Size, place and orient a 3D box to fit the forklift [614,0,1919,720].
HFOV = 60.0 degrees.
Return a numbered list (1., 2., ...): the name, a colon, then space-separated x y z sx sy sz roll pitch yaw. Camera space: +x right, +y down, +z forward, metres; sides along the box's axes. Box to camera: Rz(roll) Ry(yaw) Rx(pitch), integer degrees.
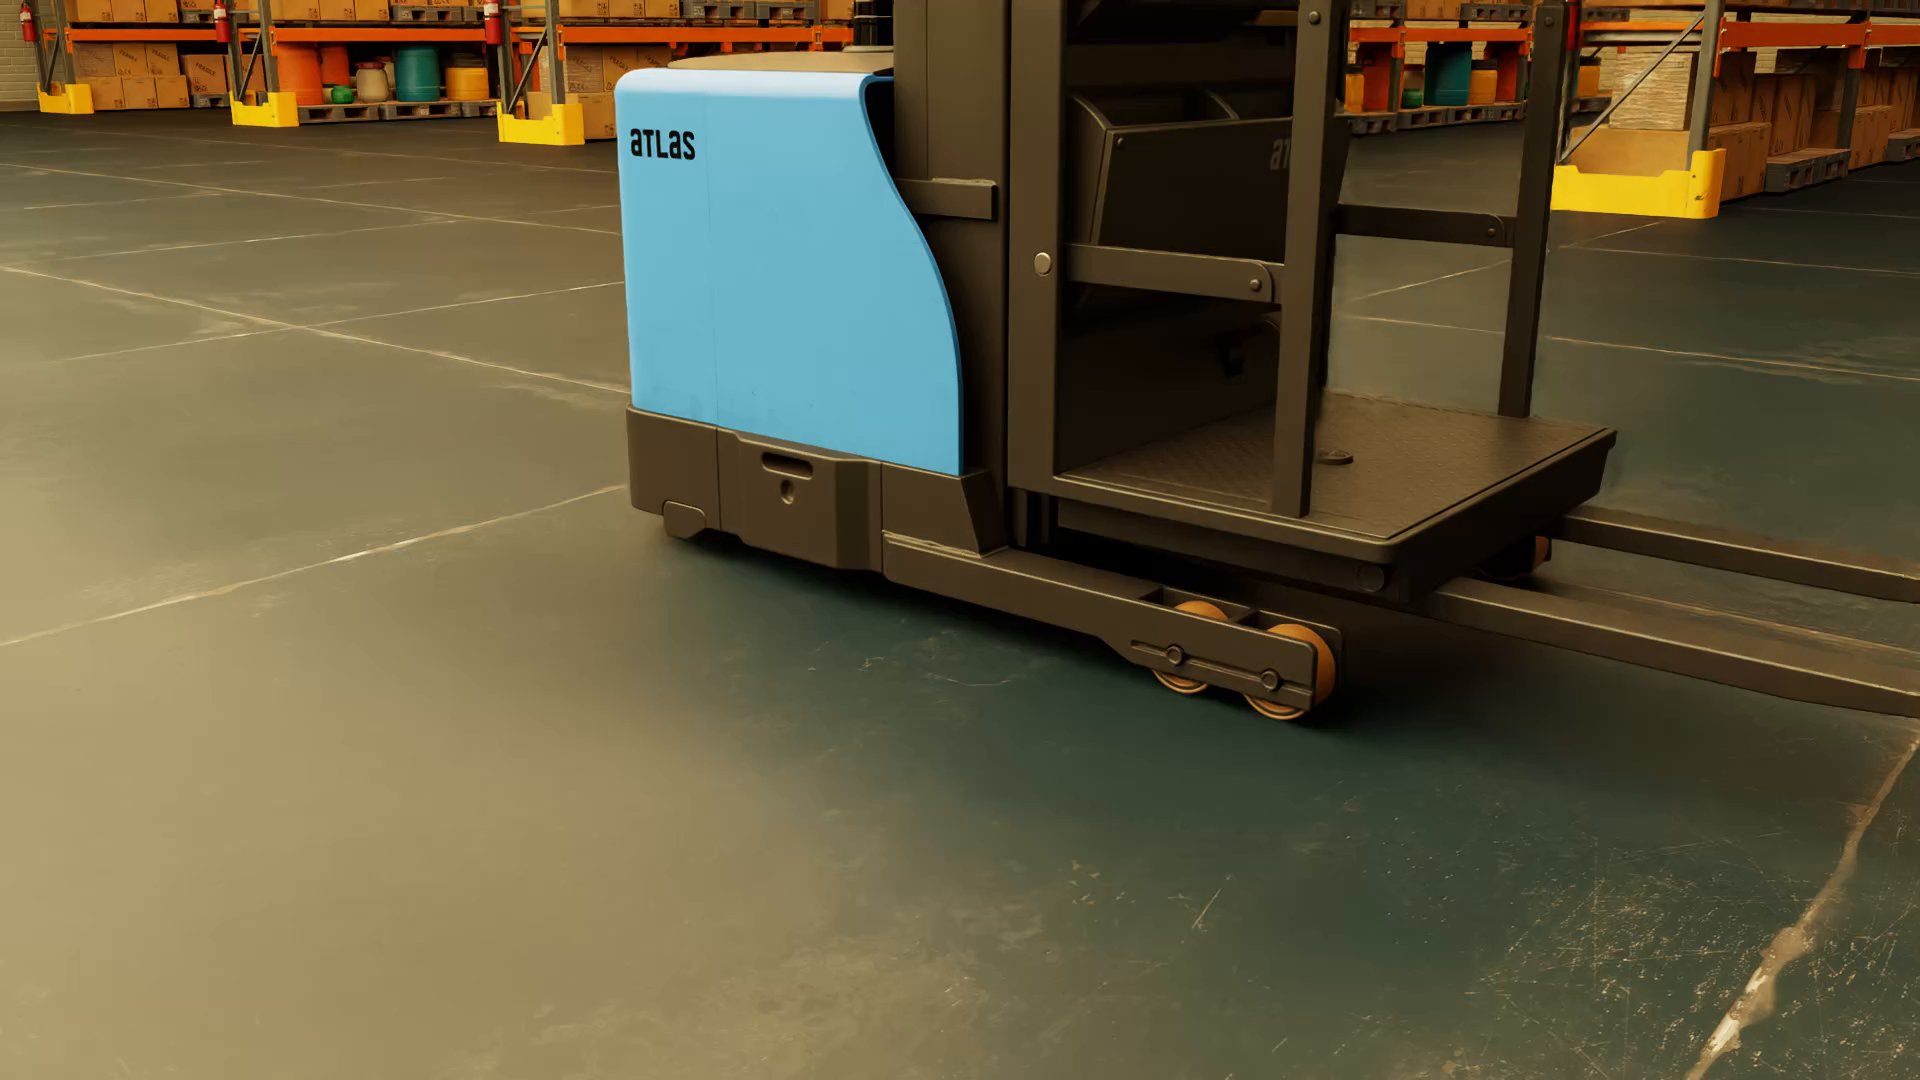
1. forklift: 0.672 -1.261 3.050 3.031 2.935 1.130 13 21 37
